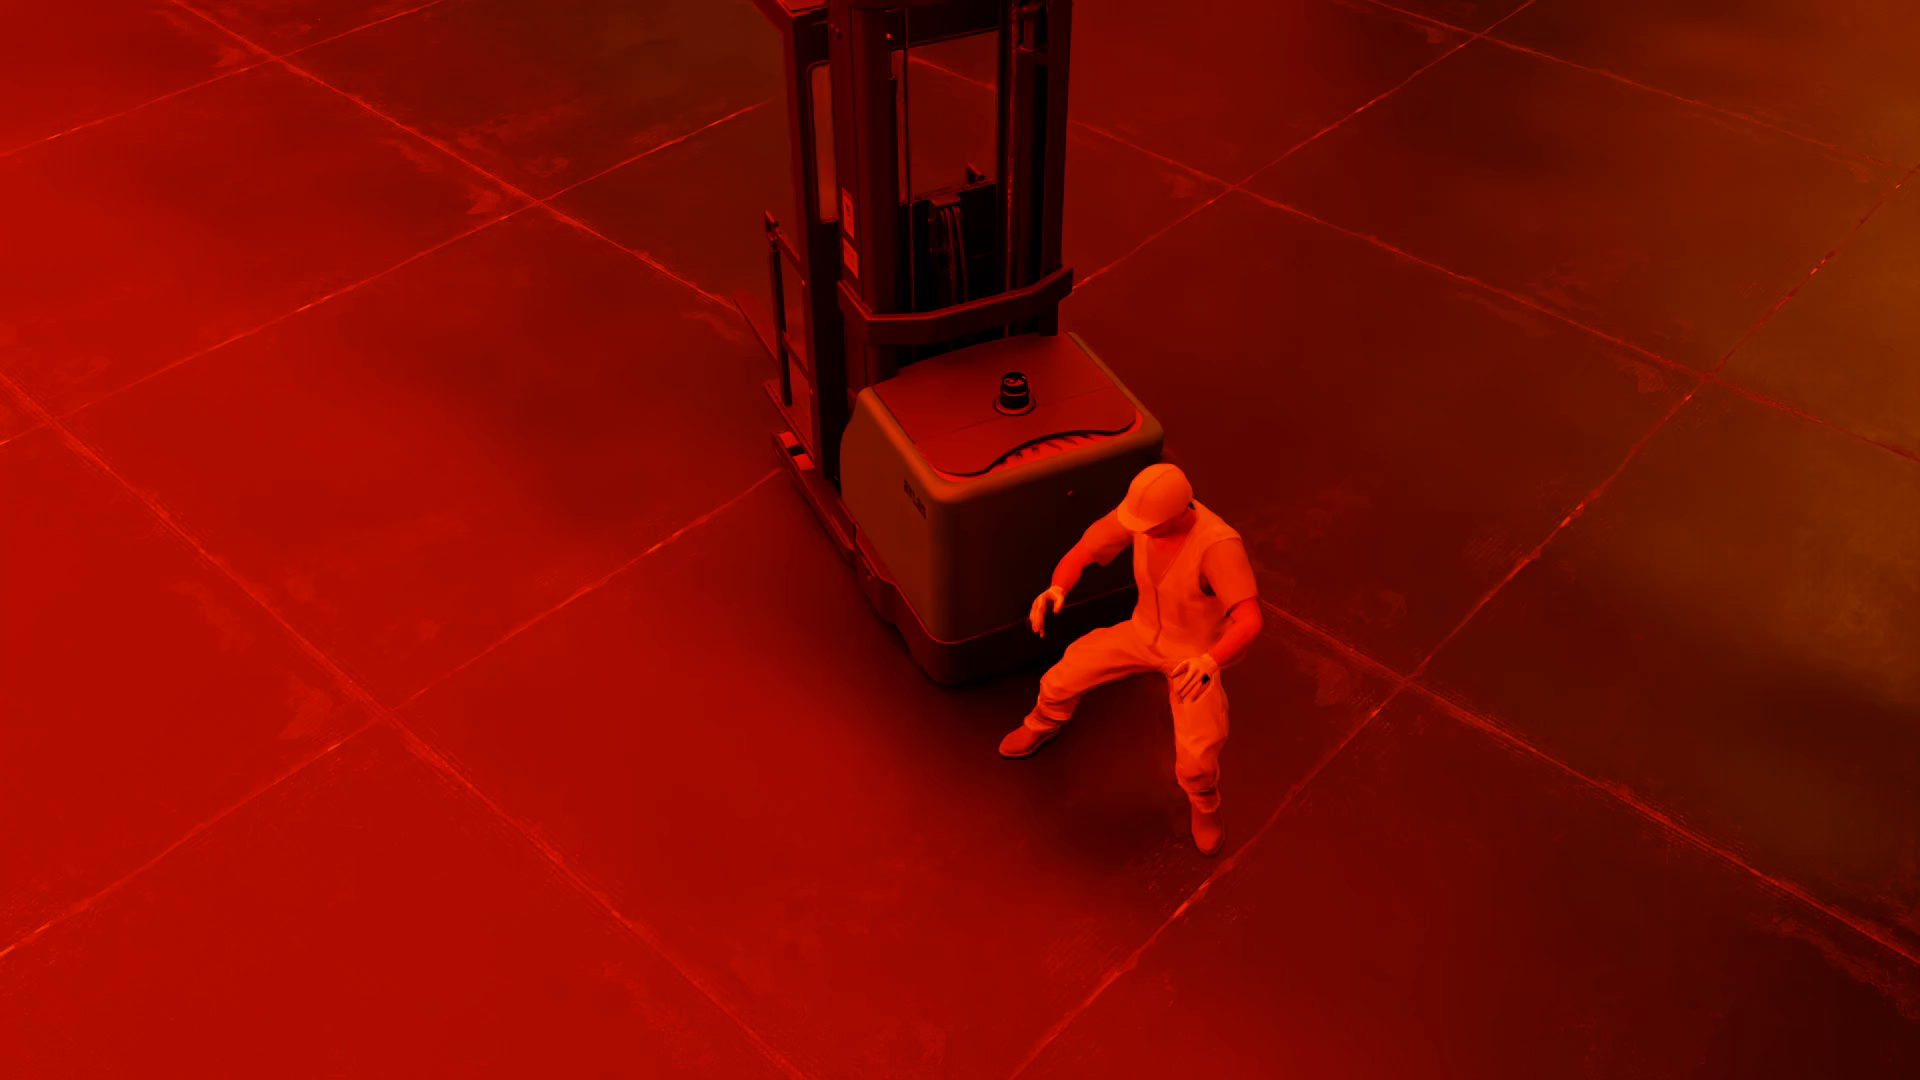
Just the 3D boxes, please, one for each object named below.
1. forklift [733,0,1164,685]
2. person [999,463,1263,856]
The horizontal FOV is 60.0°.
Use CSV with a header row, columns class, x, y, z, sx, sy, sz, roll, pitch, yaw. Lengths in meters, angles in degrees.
class,x,y,z,sx,sy,sz,roll,pitch,yaw
forklift,-0.261,-1.472,7.144,1.130,2.935,3.031,-17,43,-19
person,0.633,0.396,6.040,0.761,1.541,0.980,-31,49,-31
